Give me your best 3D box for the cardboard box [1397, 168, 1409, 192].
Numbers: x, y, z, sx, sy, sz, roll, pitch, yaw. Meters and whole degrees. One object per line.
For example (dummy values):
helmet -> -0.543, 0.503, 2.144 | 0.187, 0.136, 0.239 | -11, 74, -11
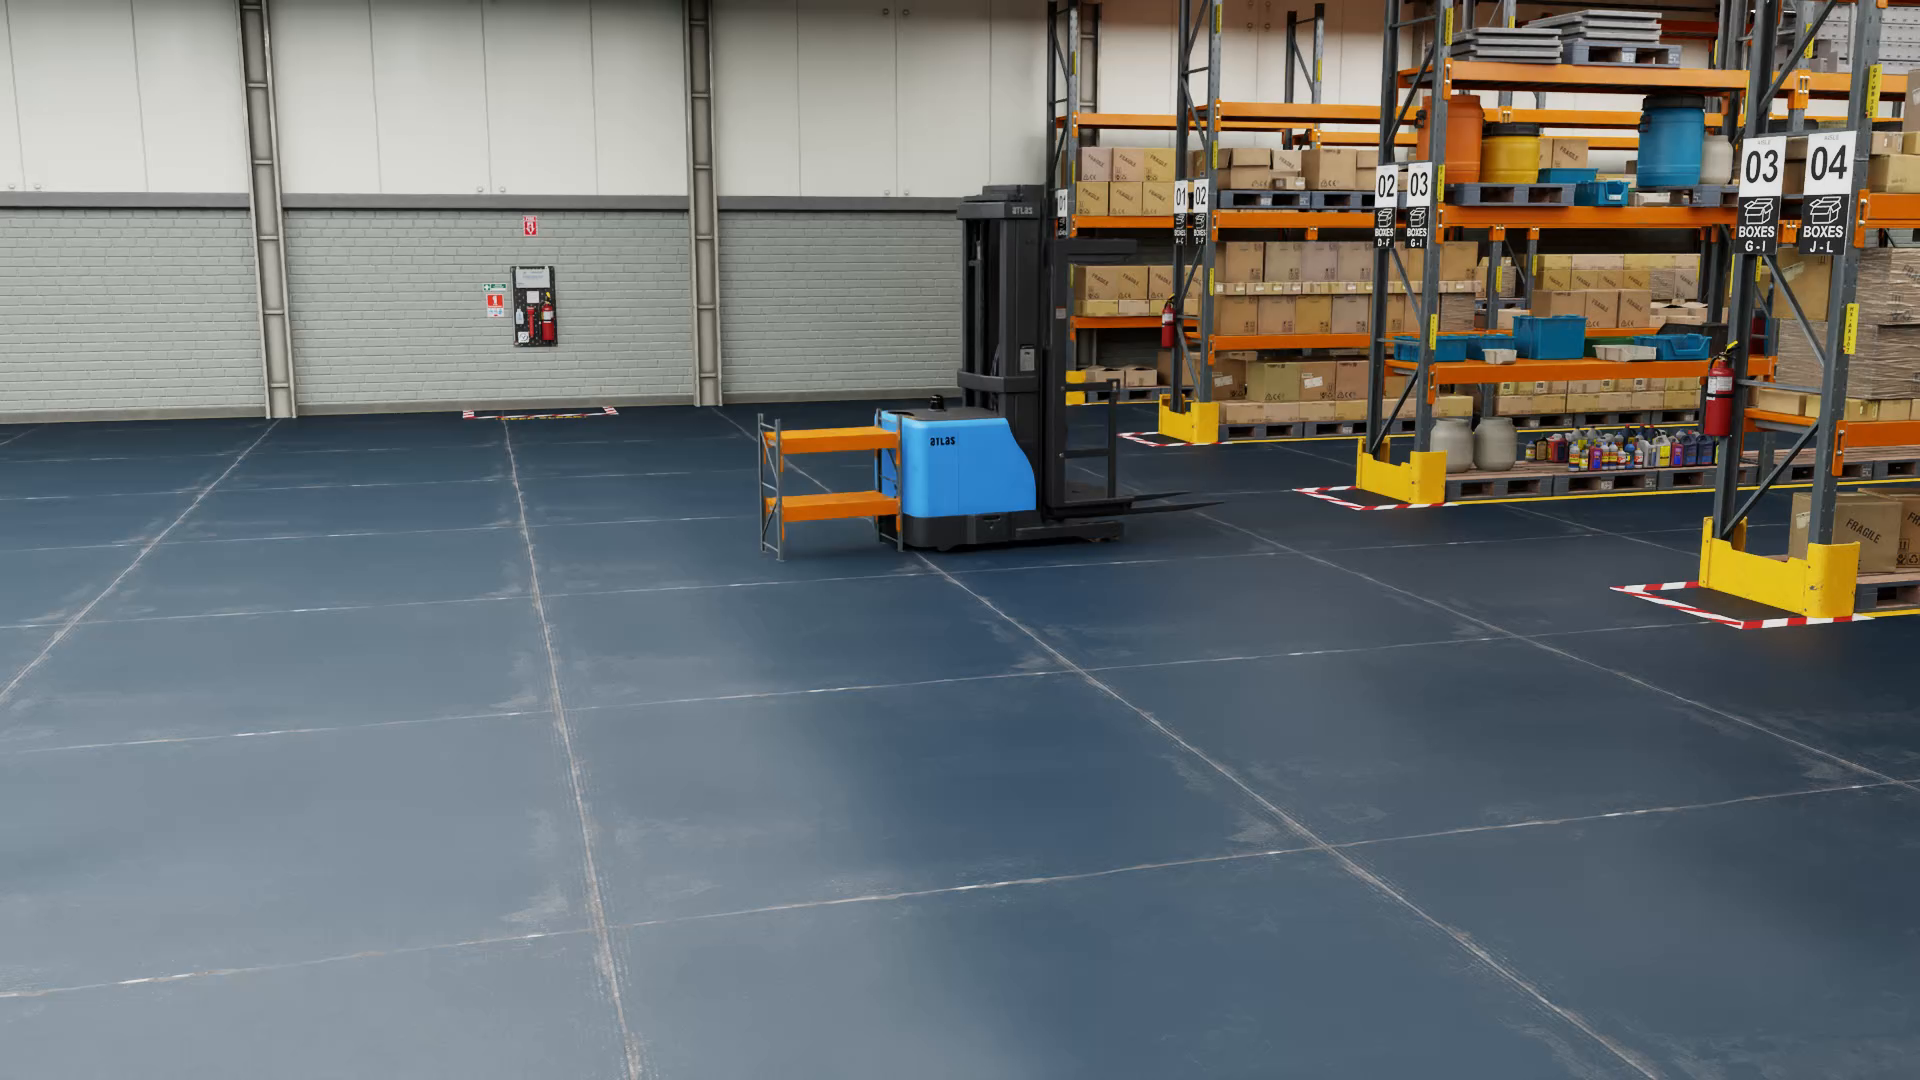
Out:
cardboard box -> 5.675, -4.676, 21.574 | 0.500, 0.311, 0.500 | -4, 11, -19

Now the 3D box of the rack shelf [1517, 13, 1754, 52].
rack shelf -> 11.123, -8.372, 27.473 | 4.000, 0.370, 1.077 | -3, 11, -16

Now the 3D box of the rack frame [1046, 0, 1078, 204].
rack frame -> 1.522, -6.585, 24.960 | 0.127, 3.000, 1.000 | -3, 11, -16

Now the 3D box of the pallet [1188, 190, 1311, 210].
pallet -> 3.596, -4.236, 20.733 | 1.213, 0.211, 1.003 | -3, 11, -16

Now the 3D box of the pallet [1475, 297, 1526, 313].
pallet -> 8.549, -3.890, 27.423 | 1.003, 0.211, 1.213 | -3, 11, -16

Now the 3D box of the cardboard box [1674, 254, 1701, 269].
cardboard box -> 12.173, -4.723, 28.195 | 0.500, 0.250, 0.500 | -3, 11, -15

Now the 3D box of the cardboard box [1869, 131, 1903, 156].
cardboard box -> 6.004, -2.622, 11.035 | 0.250, 0.149, 0.380 | -3, 11, -16

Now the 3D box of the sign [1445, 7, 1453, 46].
sign -> 4.440, -4.664, 15.103 | 0.005, 0.325, 0.100 | -3, 11, -16

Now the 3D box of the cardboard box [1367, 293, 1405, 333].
cardboard box -> 5.339, -2.949, 21.504 | 0.500, 0.500, 0.700 | -3, 11, -15

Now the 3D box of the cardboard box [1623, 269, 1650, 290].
cardboard box -> 11.221, -4.302, 27.977 | 0.500, 0.500, 0.500 | -3, 11, -14

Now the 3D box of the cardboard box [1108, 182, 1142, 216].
cardboard box -> 2.438, -5.163, 25.191 | 0.500, 0.500, 0.500 | -2, 11, -12

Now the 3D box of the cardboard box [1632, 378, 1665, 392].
cardboard box -> 9.174, -2.186, 22.524 | 0.500, 0.311, 0.500 | -3, 11, -16

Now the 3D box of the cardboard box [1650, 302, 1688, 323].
cardboard box -> 9.678, -3.123, 22.971 | 0.500, 0.311, 0.500 | -3, 11, -17

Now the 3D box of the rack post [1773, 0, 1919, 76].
rack post -> 9.998, -5.278, 17.309 | 3.121, 1.000, 1.013 | -3, 11, -16

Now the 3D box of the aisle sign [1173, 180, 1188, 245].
aisle sign -> 2.765, -4.100, 20.850 | 0.004, 0.787, 0.394 | -3, 11, -16

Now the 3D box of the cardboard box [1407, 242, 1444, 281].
cardboard box -> 5.841, -3.614, 21.532 | 0.500, 0.500, 0.700 | -3, 11, -16

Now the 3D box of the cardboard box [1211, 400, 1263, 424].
cardboard box -> 3.487, -1.616, 20.975 | 0.500, 0.250, 0.500 | -3, 11, -16

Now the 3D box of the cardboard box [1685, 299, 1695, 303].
cardboard box -> 12.301, -4.039, 28.342 | 0.250, 0.149, 0.380 | -3, 11, -14

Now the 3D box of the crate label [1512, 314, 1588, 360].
crate label -> 5.982, -2.070, 16.906 | 0.616, 0.435, 0.502 | -3, 11, -16

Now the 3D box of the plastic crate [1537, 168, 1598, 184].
plastic crate -> 6.038, -3.528, 16.687 | 0.575, 0.384, 0.392 | -3, 11, -16

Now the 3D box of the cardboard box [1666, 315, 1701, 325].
cardboard box -> 9.805, -2.961, 22.540 | 0.250, 0.149, 0.380 | -3, 11, -16

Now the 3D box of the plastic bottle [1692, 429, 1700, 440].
plastic bottle -> 7.553, -0.971, 17.135 | 0.185, 0.351, 0.144 | -3, 11, -16

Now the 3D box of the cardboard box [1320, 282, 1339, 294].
cardboard box -> 4.583, -3.190, 21.019 | 0.250, 0.149, 0.380 | -3, 11, -17

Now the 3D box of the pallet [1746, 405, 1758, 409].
pallet -> 11.319, -1.838, 23.448 | 1.213, 0.211, 1.003 | -3, 11, -16

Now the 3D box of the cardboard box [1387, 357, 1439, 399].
cardboard box -> 5.883, -2.114, 21.609 | 0.500, 0.500, 0.500 | -3, 11, -16

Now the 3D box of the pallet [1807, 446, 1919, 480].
pallet -> 10.048, -0.852, 18.092 | 1.213, 0.211, 1.003 | -3, 11, -16

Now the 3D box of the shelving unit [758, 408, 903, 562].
shelving unit -> -1.042, -0.456, 13.418 | 1.048, 1.125, 0.538 | -5, 11, -24

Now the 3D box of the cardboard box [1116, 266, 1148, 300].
cardboard box -> 2.542, -3.934, 25.421 | 0.500, 0.500, 0.500 | -3, 11, -16

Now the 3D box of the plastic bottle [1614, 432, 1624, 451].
plastic bottle -> 6.928, -0.997, 17.497 | 0.097, 0.271, 0.097 | 0, 10, 0

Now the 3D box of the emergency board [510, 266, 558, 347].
emergency board -> -6.192, -3.398, 24.220 | 0.643, 1.169, 0.194 | -3, 11, -16

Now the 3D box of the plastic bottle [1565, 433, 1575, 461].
plastic bottle -> 6.315, -0.973, 17.355 | 0.135, 0.276, 0.152 | -3, 11, -18

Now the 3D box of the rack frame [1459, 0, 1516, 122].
rack frame -> 6.751, -5.926, 21.383 | 0.127, 3.000, 1.000 | -3, 11, -16

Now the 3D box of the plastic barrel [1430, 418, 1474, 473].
plastic barrel -> 4.901, -0.942, 16.589 | 0.421, 0.512, 0.421 | 0, 10, 0

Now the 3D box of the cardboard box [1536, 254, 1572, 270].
cardboard box -> 9.739, -4.593, 27.486 | 0.500, 0.250, 0.500 | -3, 11, -15

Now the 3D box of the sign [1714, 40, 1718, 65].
sign -> 10.430, -6.721, 22.900 | 0.005, 0.325, 0.100 | -3, 11, -16

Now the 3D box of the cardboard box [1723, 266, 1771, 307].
cardboard box -> 13.569, -4.414, 28.908 | 0.700, 0.700, 0.980 | -3, 11, -15

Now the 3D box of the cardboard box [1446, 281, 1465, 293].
cardboard box -> 6.311, -3.281, 21.515 | 0.250, 0.149, 0.380 | -3, 11, -17

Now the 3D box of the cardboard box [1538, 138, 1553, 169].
cardboard box -> 7.354, -4.977, 21.694 | 0.500, 0.500, 0.500 | -3, 11, -15

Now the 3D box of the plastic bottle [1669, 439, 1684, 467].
plastic bottle -> 7.265, -0.887, 16.868 | 0.133, 0.283, 0.061 | -2, 11, -12

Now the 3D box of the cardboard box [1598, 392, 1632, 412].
cardboard box -> 8.683, -1.885, 22.437 | 0.500, 0.250, 0.500 | -3, 11, -15

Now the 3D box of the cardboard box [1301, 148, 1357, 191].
cardboard box -> 4.581, -4.610, 20.694 | 0.500, 0.500, 0.500 | -3, 11, -16

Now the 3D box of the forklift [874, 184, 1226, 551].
forklift -> 0.831, -1.503, 14.115 | 3.031, 2.935, 1.130 | -5, 11, -24

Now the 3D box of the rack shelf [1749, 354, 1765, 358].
rack shelf -> 10.052, -1.862, 17.863 | 4.000, 0.370, 1.077 | -3, 11, -16

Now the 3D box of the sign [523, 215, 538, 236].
sign -> -6.228, -4.555, 24.102 | 0.199, 0.298, 0.001 | -3, 11, -16

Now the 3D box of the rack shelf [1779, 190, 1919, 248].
rack shelf -> 7.596, -2.274, 11.815 | 4.000, 0.370, 1.077 | -3, 11, -16

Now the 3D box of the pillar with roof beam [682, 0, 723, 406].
pillar with roof beam -> -2.605, -5.719, 20.255 | 0.400, 9.000, 9.100 | -3, 11, -16

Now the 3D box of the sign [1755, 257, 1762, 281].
sign -> 10.749, -3.651, 22.398 | 0.005, 0.325, 0.100 | -3, 11, -16

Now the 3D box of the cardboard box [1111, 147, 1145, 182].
cardboard box -> 2.455, -5.654, 25.097 | 0.500, 0.500, 0.500 | -3, 11, -17

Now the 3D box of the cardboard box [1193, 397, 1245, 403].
cardboard box -> 3.342, -1.706, 21.464 | 0.500, 0.250, 0.500 | -3, 11, -16

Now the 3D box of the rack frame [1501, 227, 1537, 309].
rack frame -> 9.203, -4.039, 27.702 | 0.127, 3.000, 1.000 | -3, 11, -16

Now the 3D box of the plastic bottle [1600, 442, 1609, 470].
plastic bottle -> 6.448, -0.842, 16.654 | 0.097, 0.271, 0.097 | 0, 10, 0

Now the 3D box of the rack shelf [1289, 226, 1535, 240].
rack shelf -> 7.283, -5.059, 26.946 | 4.000, 0.370, 1.077 | -3, 11, -16
